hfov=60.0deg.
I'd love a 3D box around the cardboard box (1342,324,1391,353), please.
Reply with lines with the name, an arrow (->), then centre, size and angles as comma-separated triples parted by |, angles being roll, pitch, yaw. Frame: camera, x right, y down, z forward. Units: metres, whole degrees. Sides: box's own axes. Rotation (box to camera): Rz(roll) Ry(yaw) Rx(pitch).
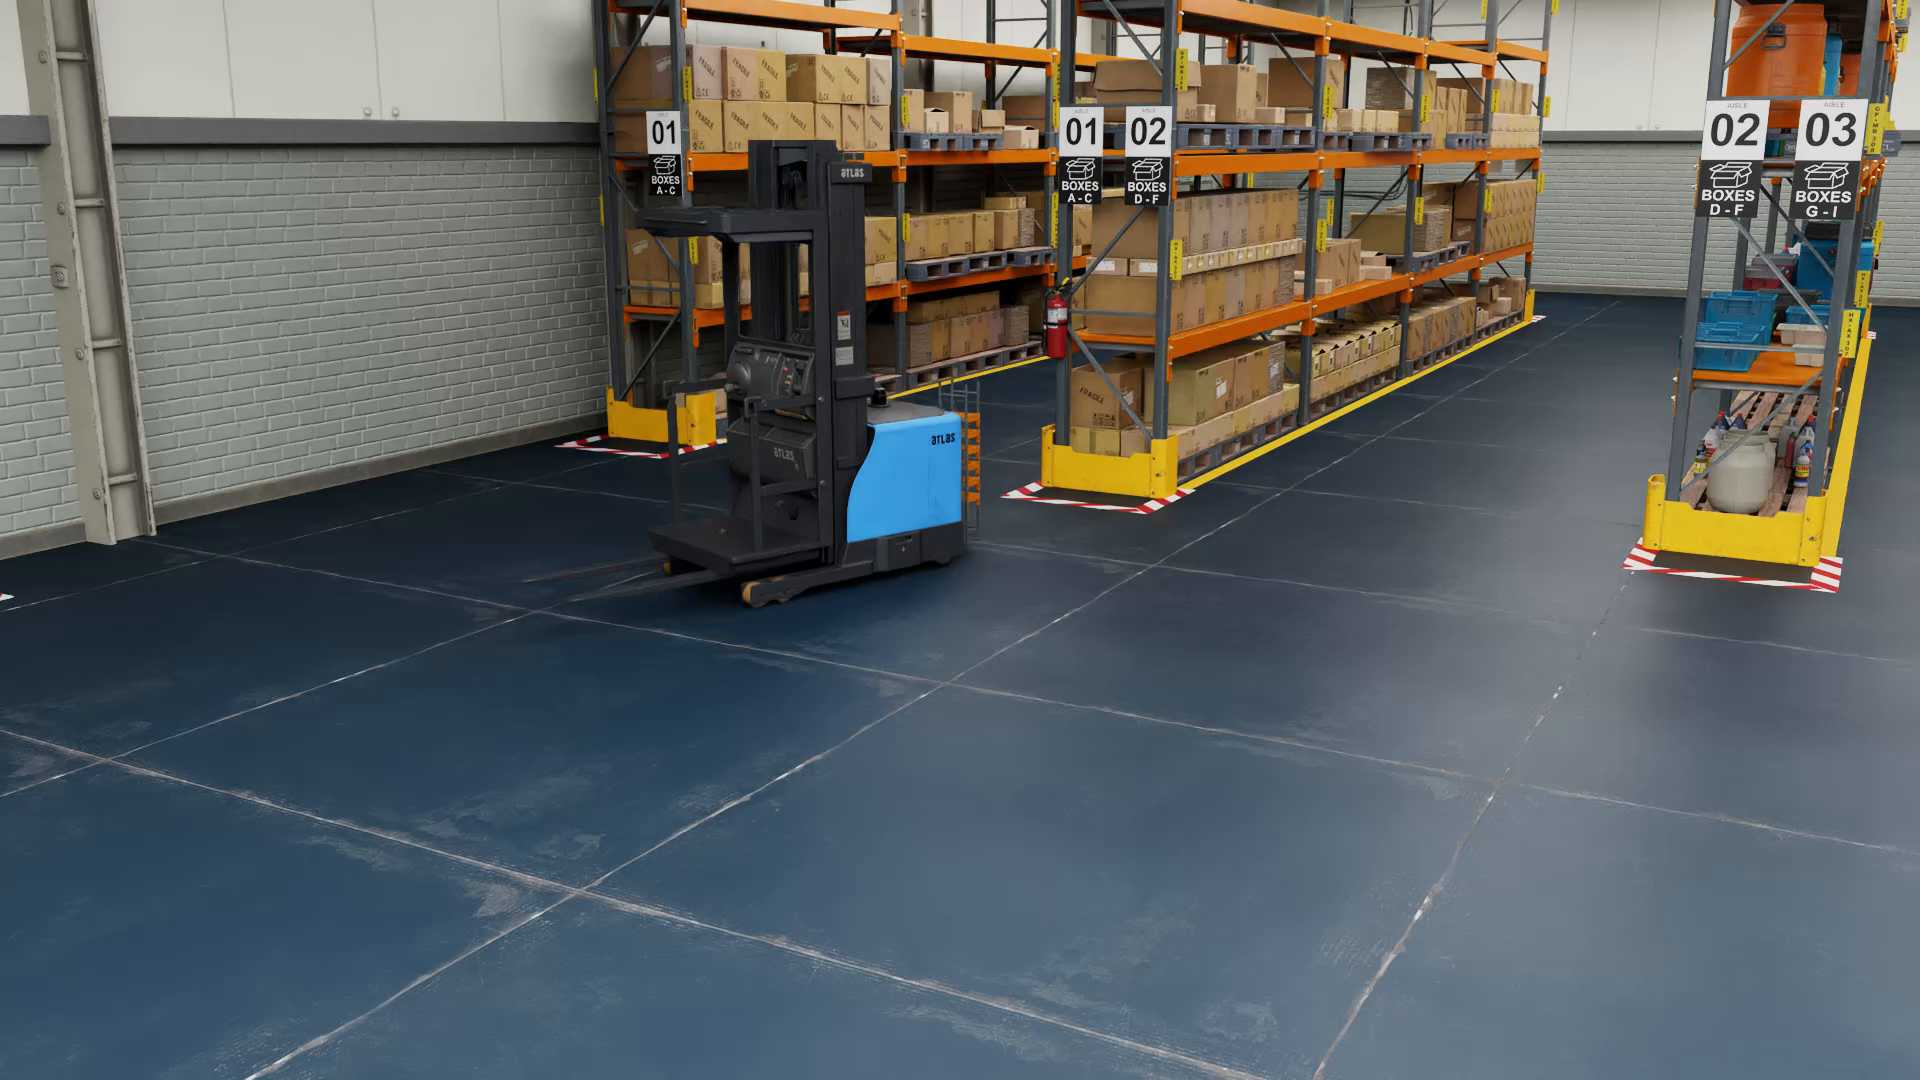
cardboard box -> 4.877, -2.446, 20.051 | 0.500, 0.311, 0.500 | 7, 15, 27

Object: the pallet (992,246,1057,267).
pallet -> 0.570, -3.857, 22.542 | 1.213, 0.211, 1.003 | 7, 15, 28

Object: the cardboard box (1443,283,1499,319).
cardboard box -> 7.997, -3.755, 26.097 | 0.797, 0.503, 0.637 | 7, 15, 28

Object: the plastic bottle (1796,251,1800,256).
plastic bottle -> 10.556, -3.488, 20.864 | 0.152, 0.276, 0.135 | 7, 15, 28

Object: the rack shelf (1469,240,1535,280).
rack shelf -> 8.060, -4.429, 26.041 | 1.077, 0.370, 4.000 | 7, 15, 28

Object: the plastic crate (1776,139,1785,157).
plastic crate -> 6.559, -3.228, 13.574 | 0.336, 0.188, 0.450 | 7, 15, 28

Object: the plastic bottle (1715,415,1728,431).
plastic bottle -> 6.716, -0.934, 14.722 | 0.144, 0.351, 0.185 | 7, 15, 26

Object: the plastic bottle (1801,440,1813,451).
plastic bottle -> 7.088, -0.701, 13.926 | 0.097, 0.271, 0.097 | 0, 14, 0

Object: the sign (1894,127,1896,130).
sign -> 13.851, -5.976, 24.744 | 0.100, 0.325, 0.005 | 7, 15, 28

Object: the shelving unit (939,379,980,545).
shelving unit -> -0.007, -0.580, 12.381 | 0.258, 1.200, 0.189 | 7, 15, 28

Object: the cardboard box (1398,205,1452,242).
cardboard box -> 6.669, -4.550, 23.896 | 0.700, 0.500, 0.500 | 2, 14, 9

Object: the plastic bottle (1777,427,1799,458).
plastic bottle -> 7.267, -0.863, 14.585 | 0.152, 0.276, 0.135 | 7, 15, 28

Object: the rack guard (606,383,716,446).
rack guard -> -3.009, -1.268, 16.725 | 1.175, 0.500, 0.348 | 7, 15, 28

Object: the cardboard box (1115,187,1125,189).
cardboard box -> 2.498, -5.268, 25.495 | 0.500, 0.250, 0.500 | 8, 16, 29

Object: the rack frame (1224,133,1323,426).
rack frame -> 3.226, -2.728, 17.447 | 1.000, 3.000, 0.127 | 7, 15, 28

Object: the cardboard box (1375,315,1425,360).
cardboard box -> 5.630, -2.608, 21.345 | 0.500, 0.500, 0.500 | 8, 16, 30

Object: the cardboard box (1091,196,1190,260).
cardboard box -> 1.555, -2.691, 14.316 | 0.700, 0.500, 0.500 | 7, 15, 28

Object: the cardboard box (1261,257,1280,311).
cardboard box -> 2.768, -2.575, 16.603 | 0.700, 0.500, 0.500 | 7, 15, 27

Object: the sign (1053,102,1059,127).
sign -> 1.296, -5.756, 22.507 | 0.100, 0.325, 0.005 | 7, 15, 28

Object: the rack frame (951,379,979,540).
rack frame -> 0.037, -0.599, 12.458 | 0.240, 1.200, 0.006 | 7, 15, 28

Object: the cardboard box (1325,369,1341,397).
cardboard box -> 3.886, -1.754, 18.381 | 0.500, 0.250, 0.500 | 8, 16, 29

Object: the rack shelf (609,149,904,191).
rack shelf -> -2.079, -3.986, 17.803 | 1.077, 0.370, 4.000 | 7, 15, 28

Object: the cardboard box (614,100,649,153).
cardboard box -> -3.066, -4.098, 16.476 | 0.500, 0.500, 0.500 | 9, 16, 32

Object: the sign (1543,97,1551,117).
sign -> 9.503, -7.011, 26.926 | 0.100, 0.325, 0.005 | 7, 15, 28

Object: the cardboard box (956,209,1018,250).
cardboard box -> 0.357, -4.156, 22.220 | 0.700, 0.500, 0.500 | 6, 15, 23

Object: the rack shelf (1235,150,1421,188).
rack shelf -> 4.193, -4.246, 18.882 | 1.077, 0.370, 4.000 | 7, 15, 28

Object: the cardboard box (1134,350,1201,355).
cardboard box -> 2.005, -1.592, 16.107 | 0.500, 0.500, 0.500 | 7, 15, 28

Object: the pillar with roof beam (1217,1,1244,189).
pillar with roof beam -> 9.006, -8.831, 29.962 | 9.100, 9.000, 0.400 | 7, 15, 28

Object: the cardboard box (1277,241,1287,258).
cardboard box -> 3.036, -2.907, 16.594 | 0.380, 0.149, 0.250 | 7, 15, 26

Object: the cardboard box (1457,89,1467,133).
cardboard box -> 6.785, -6.033, 23.437 | 0.600, 0.600, 0.600 | 6, 15, 23

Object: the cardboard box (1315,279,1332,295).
cardboard box -> 3.833, -2.764, 18.134 | 0.380, 0.149, 0.250 | 7, 15, 28

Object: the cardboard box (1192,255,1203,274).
cardboard box -> 1.918, -2.432, 14.626 | 0.380, 0.149, 0.250 | 7, 15, 28

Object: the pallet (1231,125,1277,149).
pallet -> 2.246, -3.715, 15.334 | 1.003, 0.211, 1.213 | 7, 15, 28

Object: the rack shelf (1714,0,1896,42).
rack shelf -> 6.594, -4.128, 12.842 | 1.077, 0.370, 4.000 | 7, 15, 28

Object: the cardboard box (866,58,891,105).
cardboard box -> -1.117, -5.157, 18.735 | 0.500, 0.500, 0.500 | 6, 15, 23

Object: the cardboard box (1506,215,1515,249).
cardboard box -> 8.311, -4.803, 25.844 | 0.500, 0.500, 0.500 | 7, 15, 27

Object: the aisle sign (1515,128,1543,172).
aisle sign -> 9.328, -6.433, 27.268 | 0.394, 0.787, 0.004 | 7, 15, 28

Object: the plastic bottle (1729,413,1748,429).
plastic bottle -> 6.933, -0.957, 14.815 | 0.144, 0.351, 0.185 | 7, 15, 28

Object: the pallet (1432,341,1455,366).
pallet -> 6.145, -2.591, 22.830 | 1.003, 0.211, 1.213 | 7, 15, 28

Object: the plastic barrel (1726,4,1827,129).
plastic barrel -> 5.750, -3.330, 11.734 | 0.600, 0.830, 0.708 | 7, 15, 28

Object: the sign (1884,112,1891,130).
sign -> 8.037, -3.564, 14.495 | 0.100, 0.325, 0.005 | 7, 15, 28

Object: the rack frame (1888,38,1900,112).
rack frame -> 13.361, -7.544, 24.625 | 1.000, 3.000, 0.127 | 7, 15, 28

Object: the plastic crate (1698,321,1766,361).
plastic crate -> 5.926, -1.542, 12.846 | 0.499, 0.251, 0.408 | 7, 15, 28

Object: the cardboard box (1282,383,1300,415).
cardboard box -> 3.193, -1.475, 17.223 | 0.500, 0.250, 0.500 | 7, 15, 28

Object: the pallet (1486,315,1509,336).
pallet -> 8.015, -3.405, 26.208 | 1.003, 0.211, 1.213 | 7, 15, 28

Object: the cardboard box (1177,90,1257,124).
cardboard box -> 2.320, -4.185, 15.676 | 0.797, 0.503, 0.637 | 9, 16, 34

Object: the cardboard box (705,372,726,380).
cardboard box -> -2.357, -1.623, 17.663 | 0.500, 0.311, 0.500 | 9, 16, 33

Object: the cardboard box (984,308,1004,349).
cardboard box -> 0.168, -2.861, 22.396 | 0.700, 0.500, 0.500 | 7, 15, 28

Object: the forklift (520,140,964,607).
forklift -> -1.424, -1.128, 10.959 | 3.031, 2.935, 1.130 | -11, 18, -39

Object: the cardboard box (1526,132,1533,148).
cardboard box -> 8.758, -6.338, 26.344 | 0.500, 0.250, 0.500 | 7, 15, 28

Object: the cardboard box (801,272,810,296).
cardboard box -> -1.796, -2.784, 17.958 | 0.500, 0.250, 0.500 | 8, 15, 29

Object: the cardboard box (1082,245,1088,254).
cardboard box -> 1.647, -4.253, 24.268 | 0.380, 0.149, 0.250 | 8, 16, 29

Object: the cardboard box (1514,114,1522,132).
cardboard box -> 8.280, -6.375, 25.432 | 0.500, 0.250, 0.500 | 7, 15, 28

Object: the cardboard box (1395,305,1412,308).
cardboard box -> 5.905, -2.980, 22.888 | 0.500, 0.500, 0.500 | 7, 15, 26

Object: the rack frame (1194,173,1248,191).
rack frame -> 4.689, -5.750, 29.984 | 1.000, 3.000, 0.127 | 7, 15, 28

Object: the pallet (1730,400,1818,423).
pallet -> 8.495, -1.227, 17.171 | 1.003, 0.211, 1.213 | 7, 15, 28
